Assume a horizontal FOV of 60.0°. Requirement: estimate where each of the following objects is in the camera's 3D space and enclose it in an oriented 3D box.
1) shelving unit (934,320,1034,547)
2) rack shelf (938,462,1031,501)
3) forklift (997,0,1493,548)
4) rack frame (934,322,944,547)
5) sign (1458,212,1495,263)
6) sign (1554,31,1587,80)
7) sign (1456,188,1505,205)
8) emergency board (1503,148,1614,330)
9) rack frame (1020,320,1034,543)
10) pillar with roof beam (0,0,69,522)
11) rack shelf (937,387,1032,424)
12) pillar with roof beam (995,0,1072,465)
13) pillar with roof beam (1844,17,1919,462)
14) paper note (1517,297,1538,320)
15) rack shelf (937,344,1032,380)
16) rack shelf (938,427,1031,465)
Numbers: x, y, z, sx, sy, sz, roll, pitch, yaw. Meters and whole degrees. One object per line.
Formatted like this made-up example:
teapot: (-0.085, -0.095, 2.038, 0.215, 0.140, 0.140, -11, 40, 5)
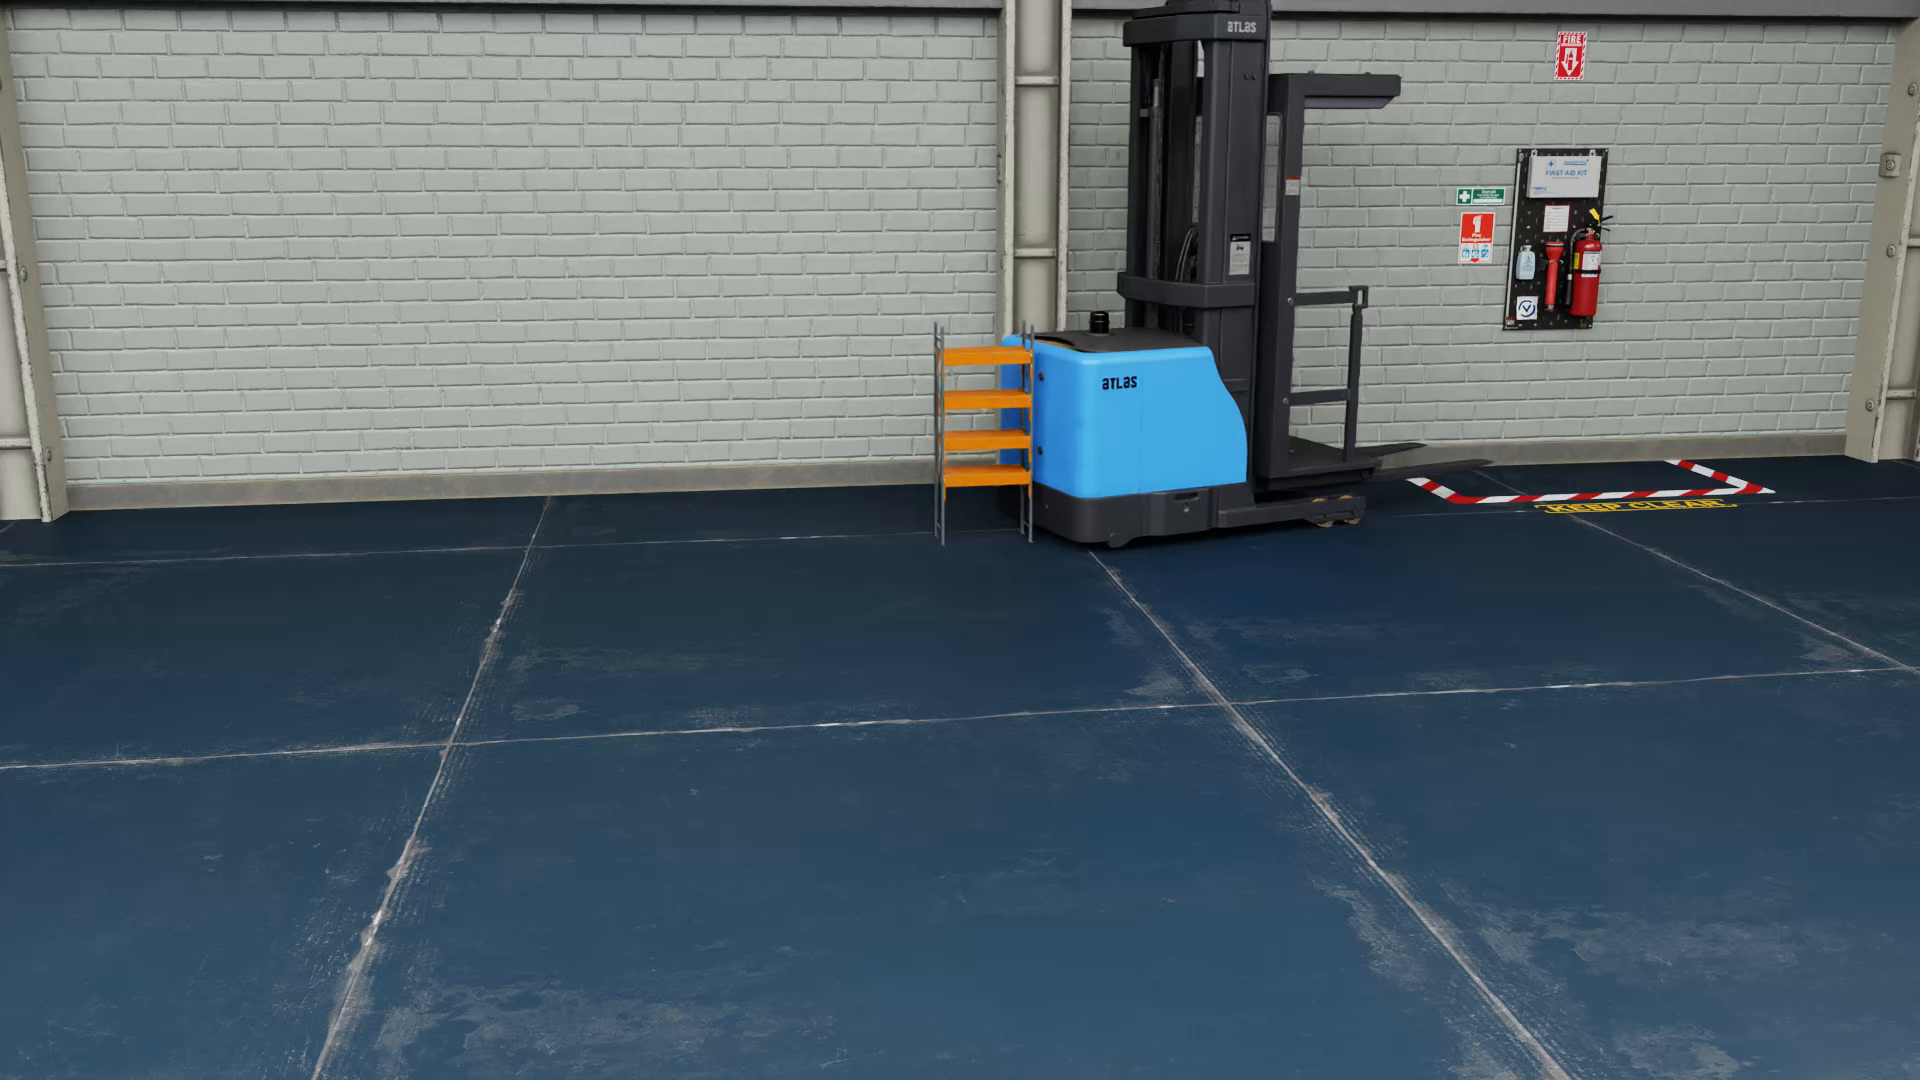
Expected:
shelving unit: (0.127, -0.582, 9.076, 0.503, 1.200, 0.258, -2, 14, -10)
rack shelf: (0.127, -0.324, 9.140, 0.480, 0.148, 0.258, -2, 14, -10)
forklift: (1.775, -1.602, 9.583, 3.031, 2.935, 1.130, -7, 16, -25)
rack frame: (-0.113, -0.572, 9.035, 0.015, 1.200, 0.240, -2, 14, -10)
sign: (3.365, -1.969, 10.833, 0.234, 0.329, 0.001, -2, 14, -8)
sign: (3.904, -3.095, 10.631, 0.199, 0.298, 0.001, -2, 14, -8)
sign: (3.370, -2.224, 10.761, 0.331, 0.109, 0.001, -2, 14, -8)
emergency board: (3.927, -1.947, 10.818, 0.643, 1.169, 0.194, -2, 14, -8)
rack frame: (0.367, -0.592, 9.117, 0.015, 1.200, 0.240, -2, 14, -10)
pillar with roof beam: (-4.849, -3.467, 4.546, 0.400, 9.000, 9.100, -2, 14, -8)
rack shelf: (0.127, -0.734, 9.038, 0.480, 0.148, 0.258, -2, 14, -10)
pillar with roof beam: (1.084, -3.684, 5.413, 0.400, 9.000, 9.100, -2, 14, -8)
pillar with roof beam: (7.017, -3.902, 6.280, 0.400, 9.000, 9.100, -2, 14, -8)
paper note: (3.741, -1.530, 10.966, 0.142, 0.148, 0.016, -2, 14, -8)
rack shelf: (0.127, -0.963, 8.980, 0.480, 0.148, 0.258, -2, 14, -10)
rack shelf: (0.127, -0.517, 9.092, 0.480, 0.148, 0.258, -2, 14, -10)
